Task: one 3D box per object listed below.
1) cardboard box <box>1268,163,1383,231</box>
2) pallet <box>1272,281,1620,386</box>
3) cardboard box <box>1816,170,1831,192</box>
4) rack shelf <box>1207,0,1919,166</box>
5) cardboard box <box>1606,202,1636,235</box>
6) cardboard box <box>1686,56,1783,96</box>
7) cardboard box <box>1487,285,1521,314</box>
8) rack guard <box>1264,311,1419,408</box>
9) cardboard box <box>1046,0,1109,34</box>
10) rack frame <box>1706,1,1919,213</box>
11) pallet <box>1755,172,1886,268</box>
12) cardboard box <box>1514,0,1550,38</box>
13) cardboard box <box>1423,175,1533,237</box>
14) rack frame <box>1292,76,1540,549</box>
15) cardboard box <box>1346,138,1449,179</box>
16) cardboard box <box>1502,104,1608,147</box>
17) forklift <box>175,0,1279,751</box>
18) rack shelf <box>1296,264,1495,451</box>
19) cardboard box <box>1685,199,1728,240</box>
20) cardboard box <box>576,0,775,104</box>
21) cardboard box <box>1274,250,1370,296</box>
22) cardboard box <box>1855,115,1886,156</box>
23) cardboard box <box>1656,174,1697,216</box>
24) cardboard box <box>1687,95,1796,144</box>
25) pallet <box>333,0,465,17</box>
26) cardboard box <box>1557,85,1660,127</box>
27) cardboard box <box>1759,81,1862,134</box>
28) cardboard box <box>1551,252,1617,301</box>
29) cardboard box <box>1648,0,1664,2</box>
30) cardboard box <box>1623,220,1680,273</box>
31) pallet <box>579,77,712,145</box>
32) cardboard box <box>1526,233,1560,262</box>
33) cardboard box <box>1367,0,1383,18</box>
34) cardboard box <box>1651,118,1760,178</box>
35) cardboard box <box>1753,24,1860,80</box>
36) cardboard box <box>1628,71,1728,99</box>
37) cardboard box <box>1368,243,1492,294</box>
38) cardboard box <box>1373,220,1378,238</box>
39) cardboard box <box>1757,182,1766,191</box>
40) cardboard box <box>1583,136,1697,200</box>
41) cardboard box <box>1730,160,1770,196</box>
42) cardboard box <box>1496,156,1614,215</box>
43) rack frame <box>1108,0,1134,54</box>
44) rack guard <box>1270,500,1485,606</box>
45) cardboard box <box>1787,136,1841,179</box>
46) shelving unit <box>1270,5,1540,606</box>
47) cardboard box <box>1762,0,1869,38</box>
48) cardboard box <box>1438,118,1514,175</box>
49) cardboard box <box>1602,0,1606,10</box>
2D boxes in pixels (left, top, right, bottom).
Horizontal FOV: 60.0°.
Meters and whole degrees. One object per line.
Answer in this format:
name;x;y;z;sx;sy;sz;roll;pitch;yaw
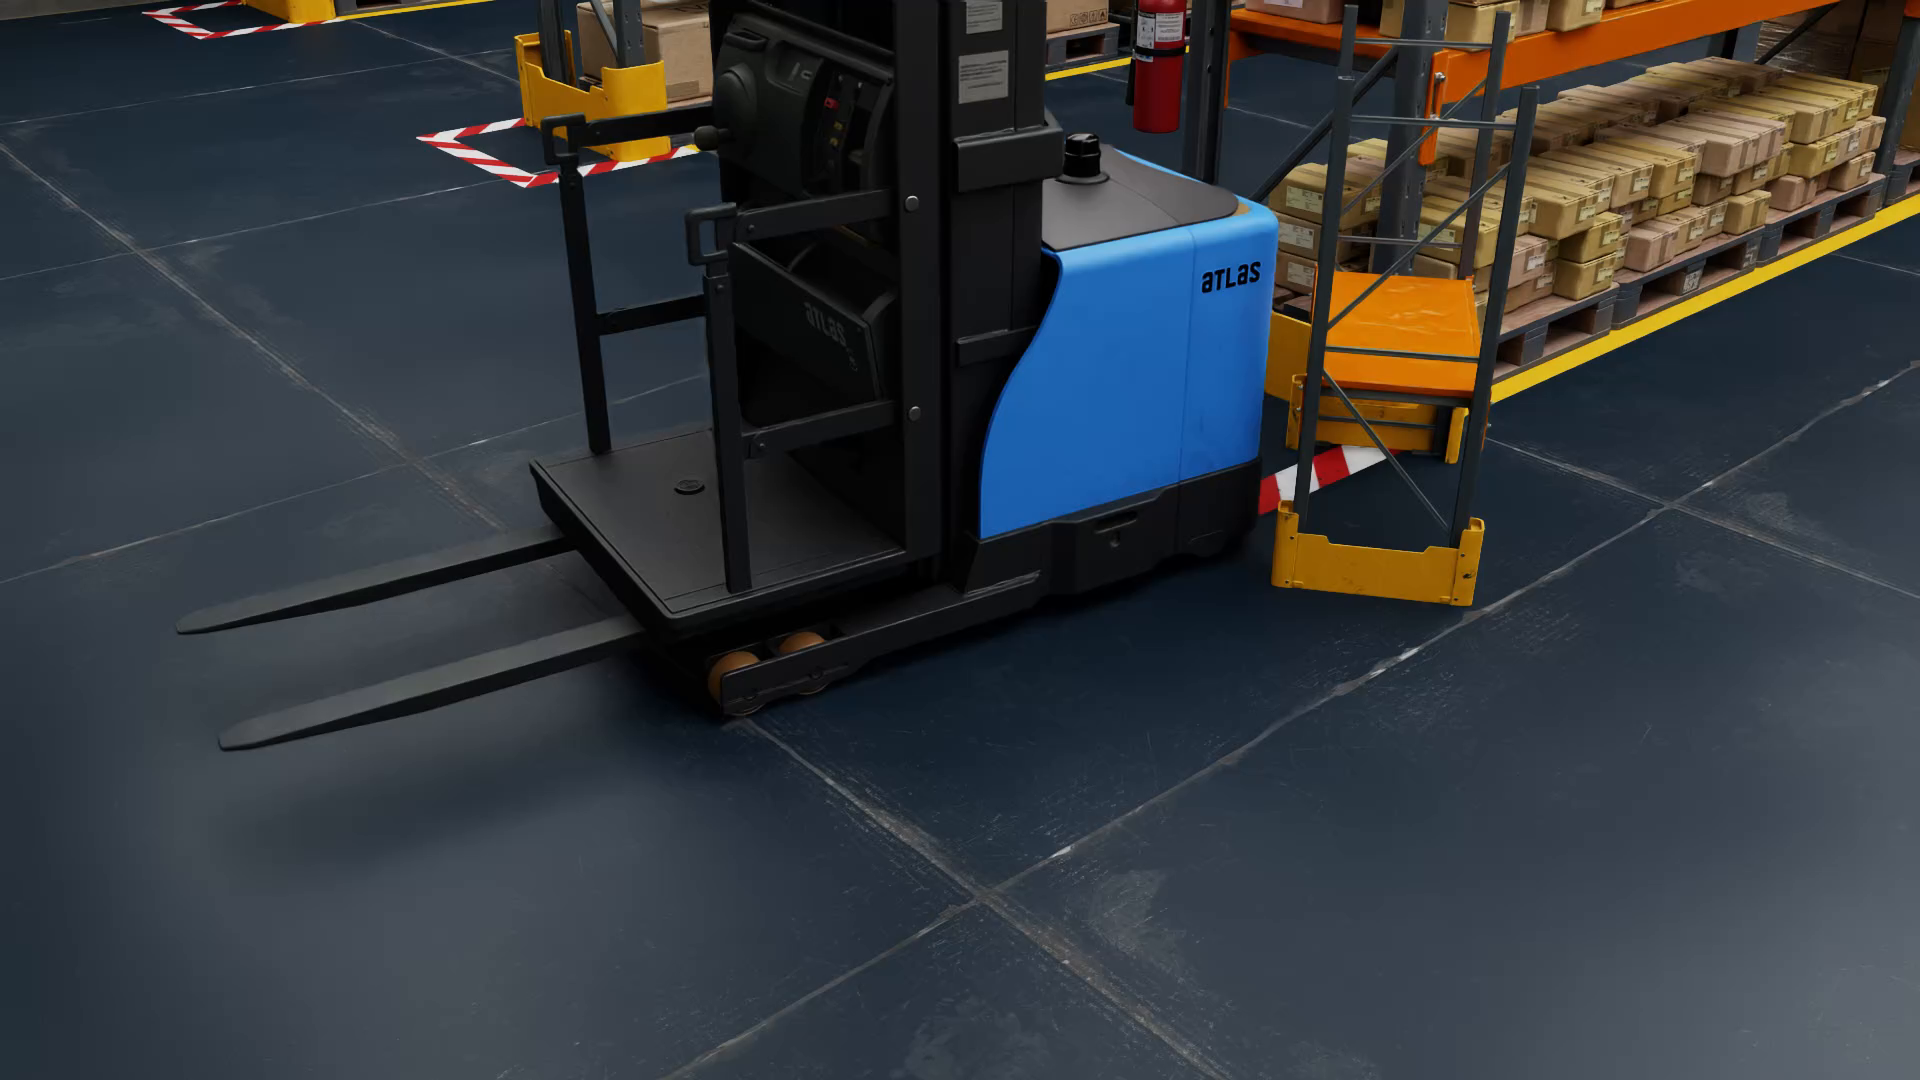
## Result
cardboard box;1.445;-1.355;6.551;0.250;0.149;0.380;-21;35;-34
pallet;1.905;-0.941;6.787;1.213;0.211;1.003;-22;35;-35
cardboard box;3.920;-1.772;7.962;0.250;0.149;0.380;-21;34;-34
rack shelf;2.728;-2.206;6.959;4.000;0.370;1.077;-22;35;-35
cardboard box;2.551;-1.364;6.884;0.250;0.149;0.380;-24;36;-37
cardboard box;3.853;-2.295;8.309;0.250;0.149;0.380;-20;34;-33
cardboard box;1.959;-0.995;6.508;0.250;0.149;0.380;-22;35;-35
rack guard;1.264;-0.833;6.278;0.348;0.500;1.175;-22;35;-35
cardboard box;0.412;-3.781;11.416;0.875;0.438;0.875;-22;35;-36
rack frame;4.249;-3.136;7.935;0.127;3.000;1.000;-22;35;-35
pallet;3.761;-1.688;8.184;1.213;0.211;1.003;-22;35;-35
cardboard box;1.832;-1.875;5.843;0.250;0.149;0.380;-20;34;-33
cardboard box;1.957;-1.268;6.388;0.250;0.149;0.380;-21;35;-34
rack frame;1.226;-0.513;4.618;0.500;1.500;0.032;6;29;11
cardboard box;1.788;-1.536;6.890;0.250;0.149;0.380;-23;36;-36
cardboard box;2.647;-1.826;7.432;0.250;0.149;0.380;-22;35;-35
forklift;-0.597;-1.114;4.225;3.031;2.935;1.130;-16;32;-27
rack shelf;1.335;-0.588;5.141;0.538;0.185;1.000;6;29;11
cardboard box;3.143;-1.449;7.358;0.250;0.149;0.380;-21;35;-34
cardboard box;-1.646;-2.949;9.858;0.875;0.438;0.875;-23;36;-37
cardboard box;1.471;-1.076;6.659;0.250;0.149;0.380;-21;35;-34
cardboard box;4.216;-1.984;8.044;0.250;0.149;0.380;-21;35;-34
cardboard box;2.943;-1.541;7.215;0.250;0.149;0.380;-20;34;-33
cardboard box;3.546;-1.901;7.573;0.250;0.149;0.380;-21;34;-33
pallet;-4.644;-4.472;13.395;1.213;0.211;1.003;-22;35;-35
cardboard box;3.014;-2.000;7.758;0.250;0.149;0.380;-21;35;-34
cardboard box;3.979;-2.031;7.816;0.250;0.149;0.380;-21;35;-34
cardboard box;2.409;-1.112;6.728;0.250;0.149;0.380;-21;35;-34
cardboard box;2.608;-2.206;6.463;0.250;0.149;0.380;-23;36;-36
cardboard box;2.787;-1.269;7.022;0.250;0.149;0.380;-24;36;-37
pallet;-1.526;-2.699;10.076;1.213;0.211;1.003;-22;35;-35
cardboard box;2.145;-1.209;6.594;0.250;0.149;0.380;-21;35;-34
cardboard box;1.484;-2.065;6.198;0.250;0.149;0.380;-22;35;-35
cardboard box;3.203;-1.698;7.193;0.250;0.149;0.380;-23;36;-37
cardboard box;4.649;-2.535;9.018;0.500;0.500;0.500;-23;36;-36
cardboard box;3.444;-2.137;8.014;0.250;0.149;0.380;-22;35;-36
cardboard box;1.772;-1.039;6.276;0.250;0.149;0.380;-20;34;-33
cardboard box;1.656;-1.295;6.755;0.250;0.149;0.380;-23;36;-36
cardboard box;3.482;-1.631;7.698;0.250;0.149;0.380;-23;36;-36
cardboard box;2.814;-1.550;6.916;0.250;0.149;0.380;-21;35;-34
cardboard box;3.390;-1.682;7.479;0.250;0.149;0.380;-21;35;-34
cardboard box;2.367;-1.405;6.644;0.250;0.149;0.380;-24;36;-37
rack frame;0.960;-4.880;11.198;0.127;3.000;1.000;-22;35;-35
rack guard;1.226;0.038;4.914;0.587;0.250;0.087;6;29;11
cardboard box;3.826;-1.809;7.716;0.250;0.149;0.380;-23;36;-37
shelving unit;1.333;-0.743;5.048;0.587;1.500;1.083;6;29;11
cardboard box;4.652;-2.868;8.844;0.500;0.250;0.500;-23;36;-36
cardboard box;2.194;-1.695;7.187;0.250;0.149;0.380;-20;34;-33
cardboard box;2.180;-2.067;6.202;0.250;0.149;0.380;-20;34;-33
